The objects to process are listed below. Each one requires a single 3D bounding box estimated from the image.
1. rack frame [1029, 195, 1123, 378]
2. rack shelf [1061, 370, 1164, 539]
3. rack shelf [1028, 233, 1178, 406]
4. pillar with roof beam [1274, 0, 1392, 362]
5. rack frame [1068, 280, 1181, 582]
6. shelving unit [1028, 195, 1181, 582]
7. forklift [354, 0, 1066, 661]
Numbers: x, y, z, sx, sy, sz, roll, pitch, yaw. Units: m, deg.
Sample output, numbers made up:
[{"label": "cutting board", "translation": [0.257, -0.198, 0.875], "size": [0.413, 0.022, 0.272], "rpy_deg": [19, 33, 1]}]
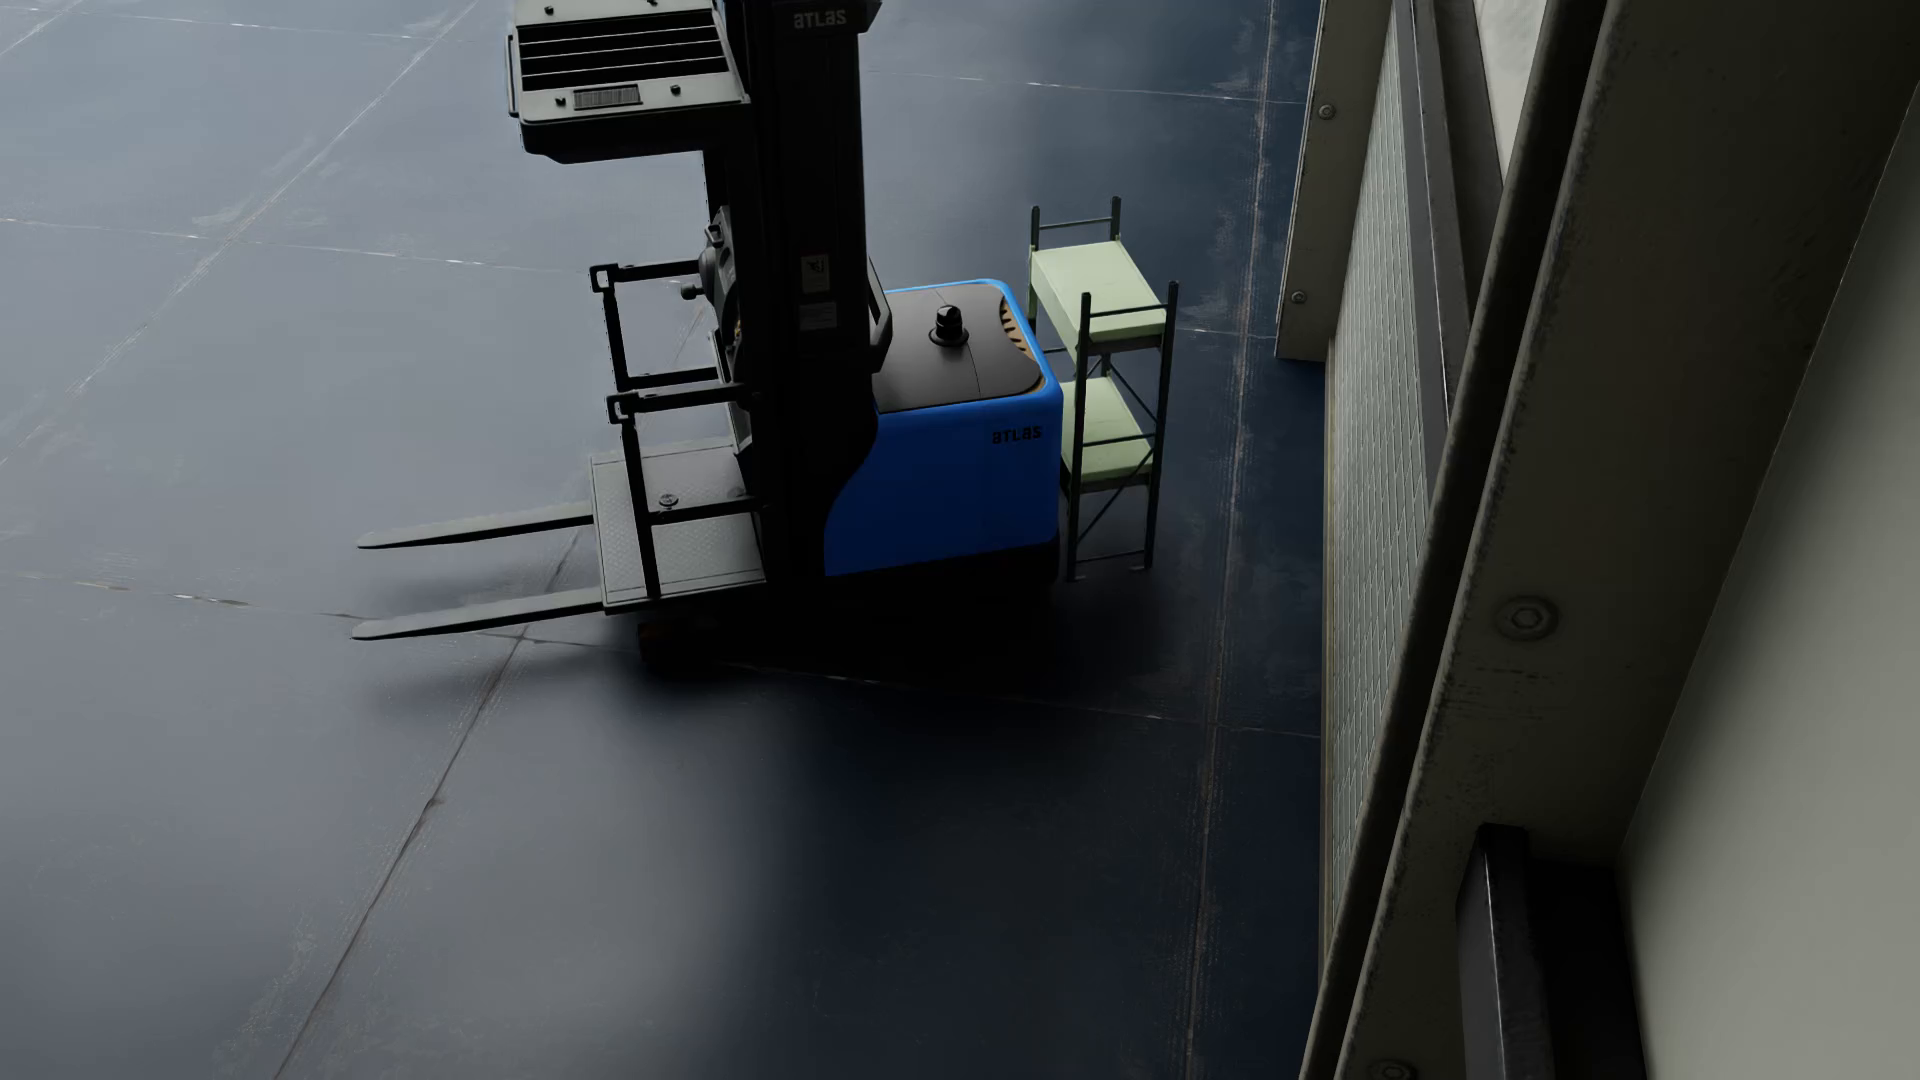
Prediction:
[{"label": "rack frame", "translation": [0.508, -0.877, 7.634], "size": [0.400, 1.500, 0.023], "rpy_deg": [-9, 40, -11]}, {"label": "rack shelf", "translation": [0.597, -0.400, 7.568], "size": [0.431, 0.370, 0.720], "rpy_deg": [-9, 40, -11]}, {"label": "rack shelf", "translation": [0.597, -0.952, 7.112], "size": [0.431, 0.370, 0.720], "rpy_deg": [-9, 40, -11]}, {"label": "pillar with roof beam", "translation": [-2.364, -5.033, 6.776], "size": [9.100, 9.000, 0.400], "rpy_deg": [6, 40, 8]}, {"label": "rack frame", "translation": [0.686, -0.425, 7.087], "size": [0.400, 1.500, 0.023], "rpy_deg": [-9, 40, -11]}, {"label": "shelving unit", "translation": [0.597, -0.651, 7.361], "size": [0.431, 1.500, 0.755], "rpy_deg": [-9, 40, -11]}, {"label": "forklift", "translation": [-1.124, -0.982, 6.638], "size": [3.031, 2.935, 1.130], "rpy_deg": [-9, 40, -10]}]
